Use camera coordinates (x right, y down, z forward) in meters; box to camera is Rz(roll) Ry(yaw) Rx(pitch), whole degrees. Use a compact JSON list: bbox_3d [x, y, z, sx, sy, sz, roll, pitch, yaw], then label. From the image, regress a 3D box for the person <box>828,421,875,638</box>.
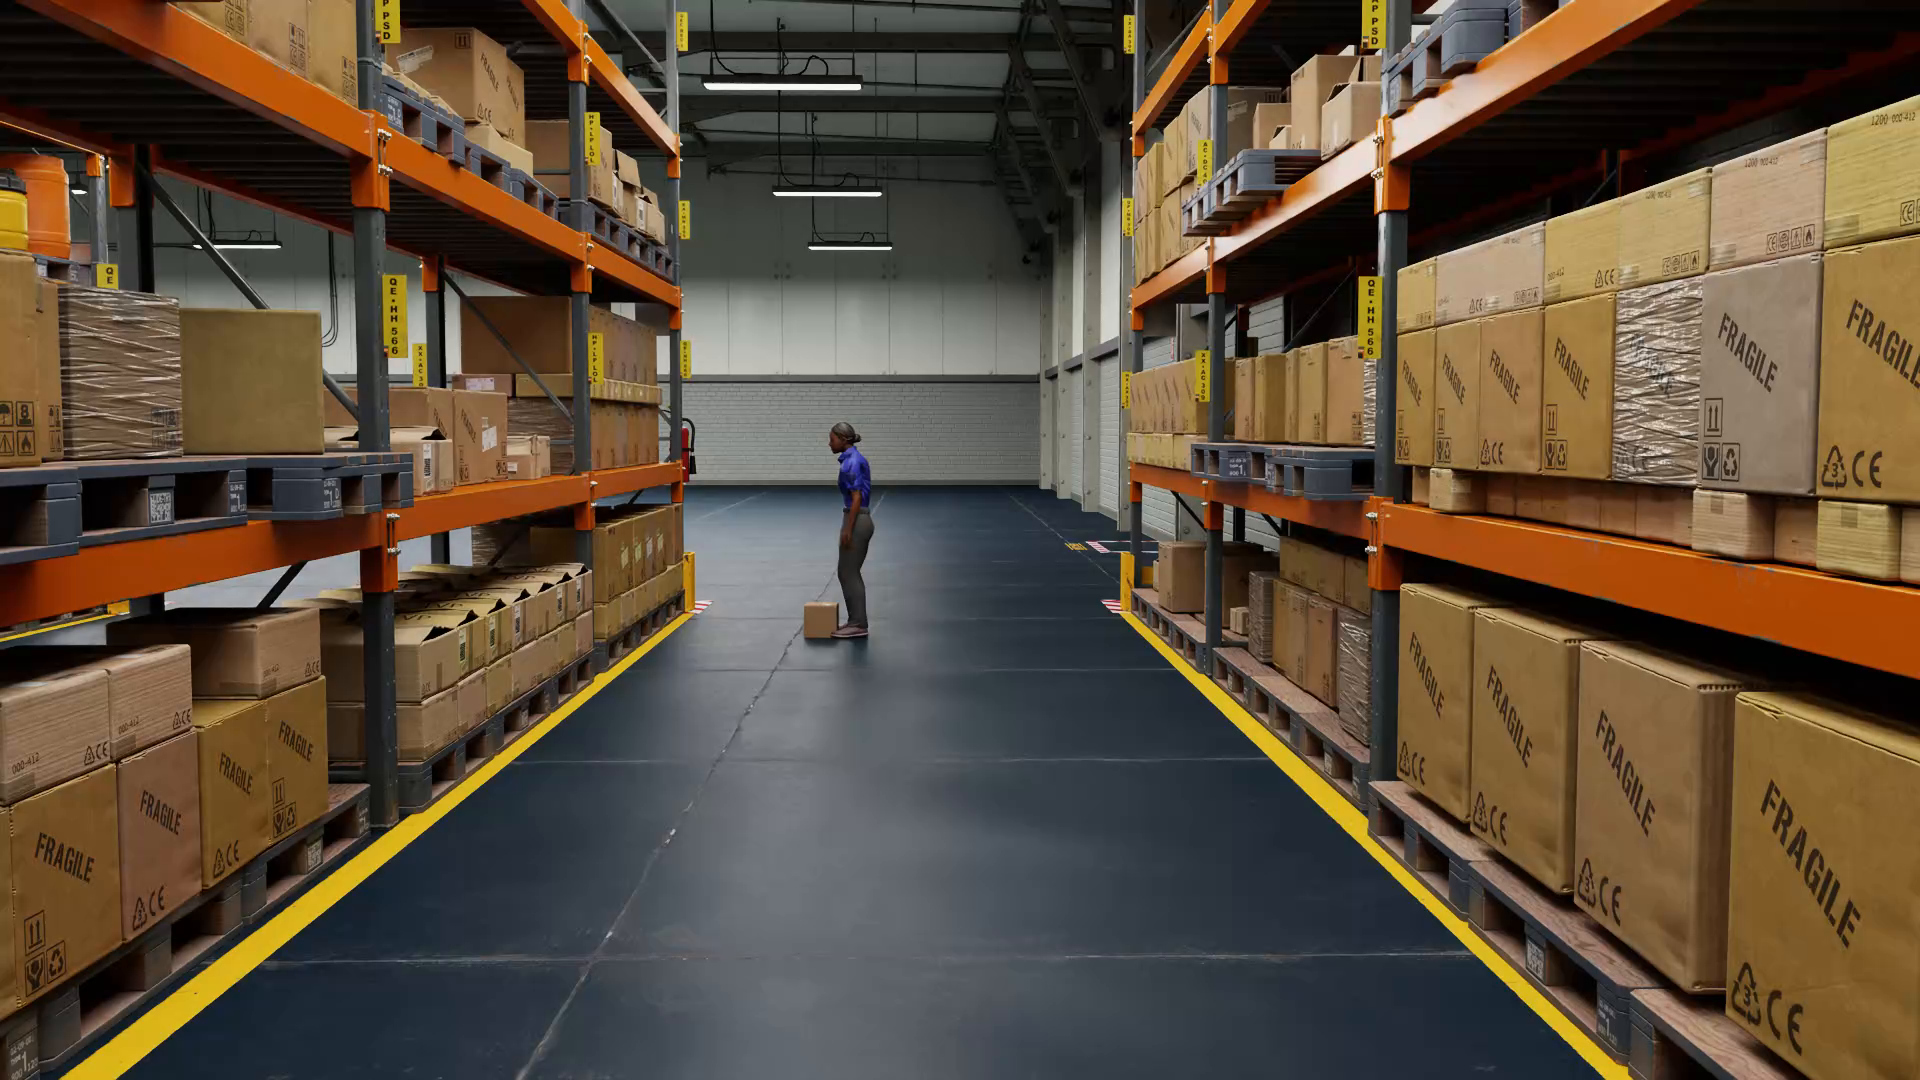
[{"bbox_3d":[-0.833,-0.085,12.796,0.350,1.654,0.503,0,4,-1],"label":"person"}]
